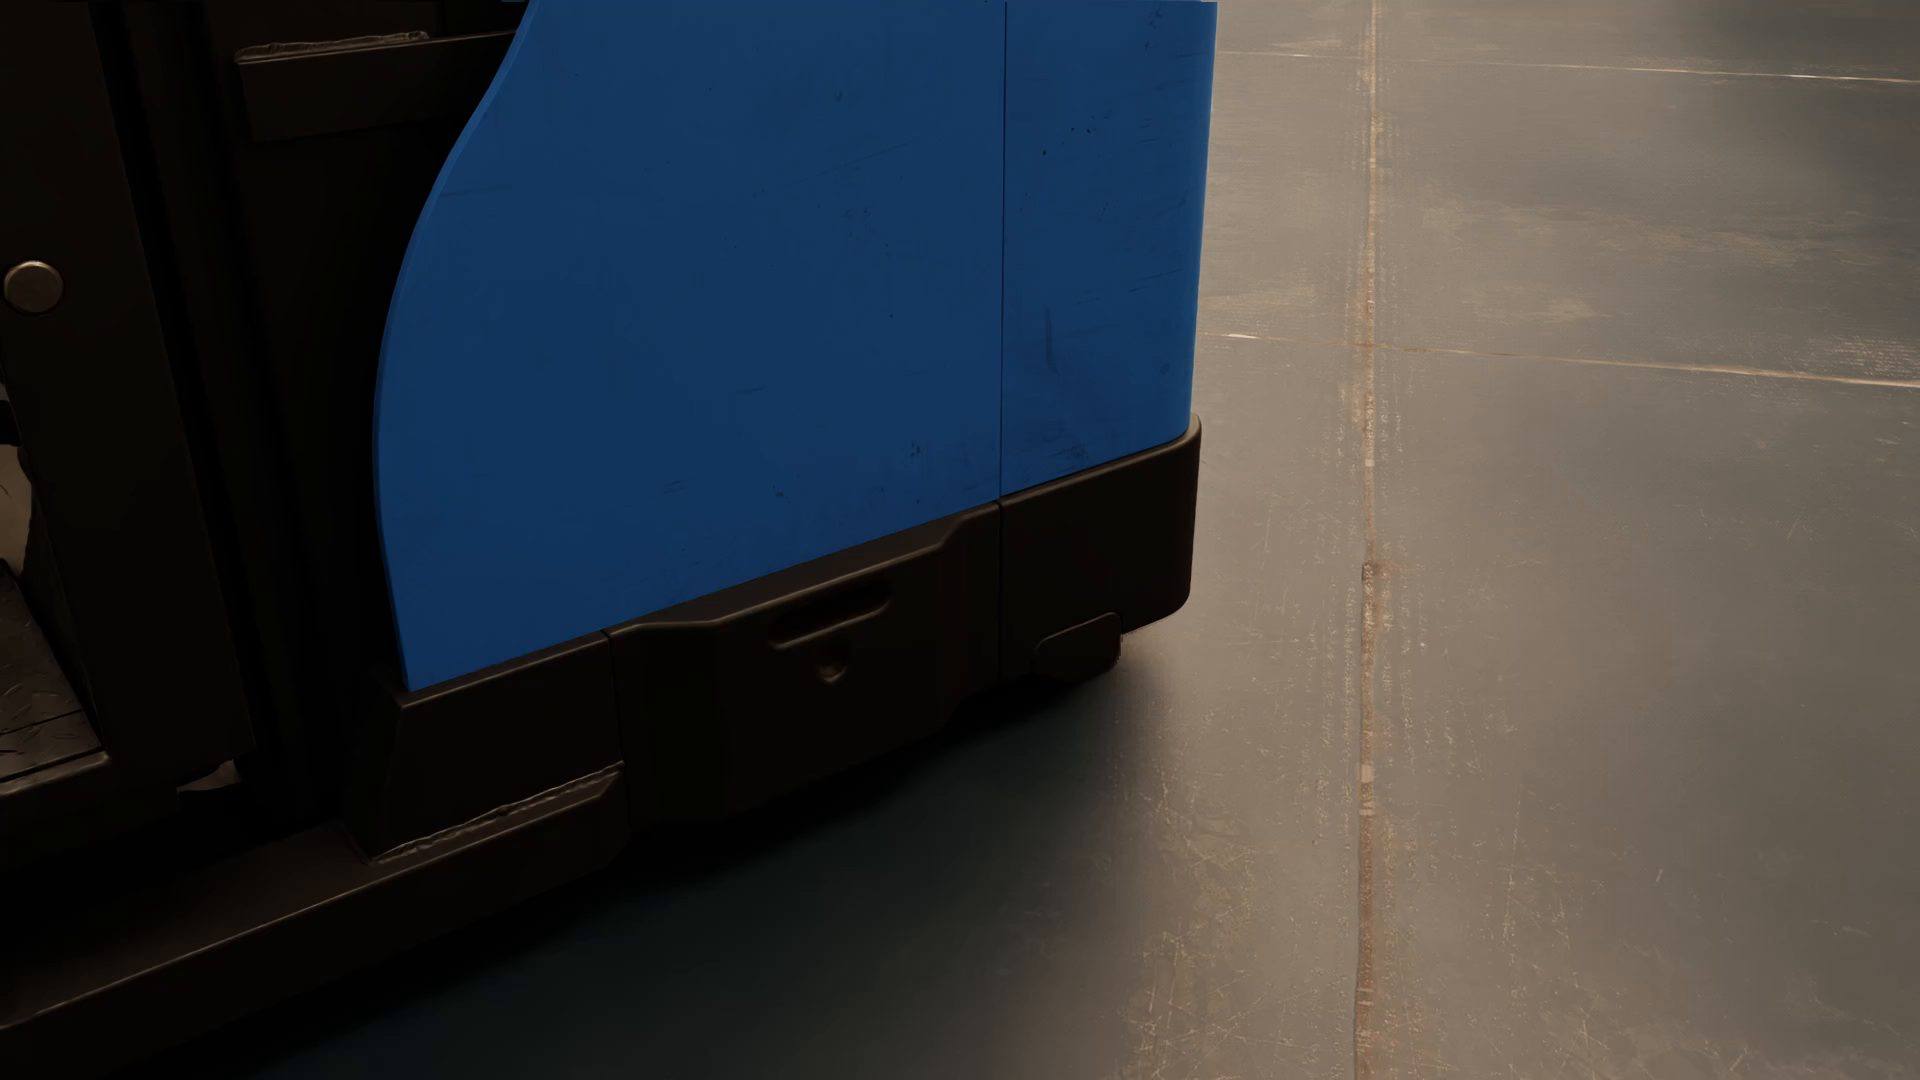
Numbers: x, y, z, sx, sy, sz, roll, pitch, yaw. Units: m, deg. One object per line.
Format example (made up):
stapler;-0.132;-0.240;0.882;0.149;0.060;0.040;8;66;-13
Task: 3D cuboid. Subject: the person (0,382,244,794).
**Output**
person;-1.186;-0.610;1.719;1.074;1.689;0.855;3;27;5

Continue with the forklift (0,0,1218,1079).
forklift;-1.176;-0.950;1.128;3.031;2.935;1.130;-19;32;-33
